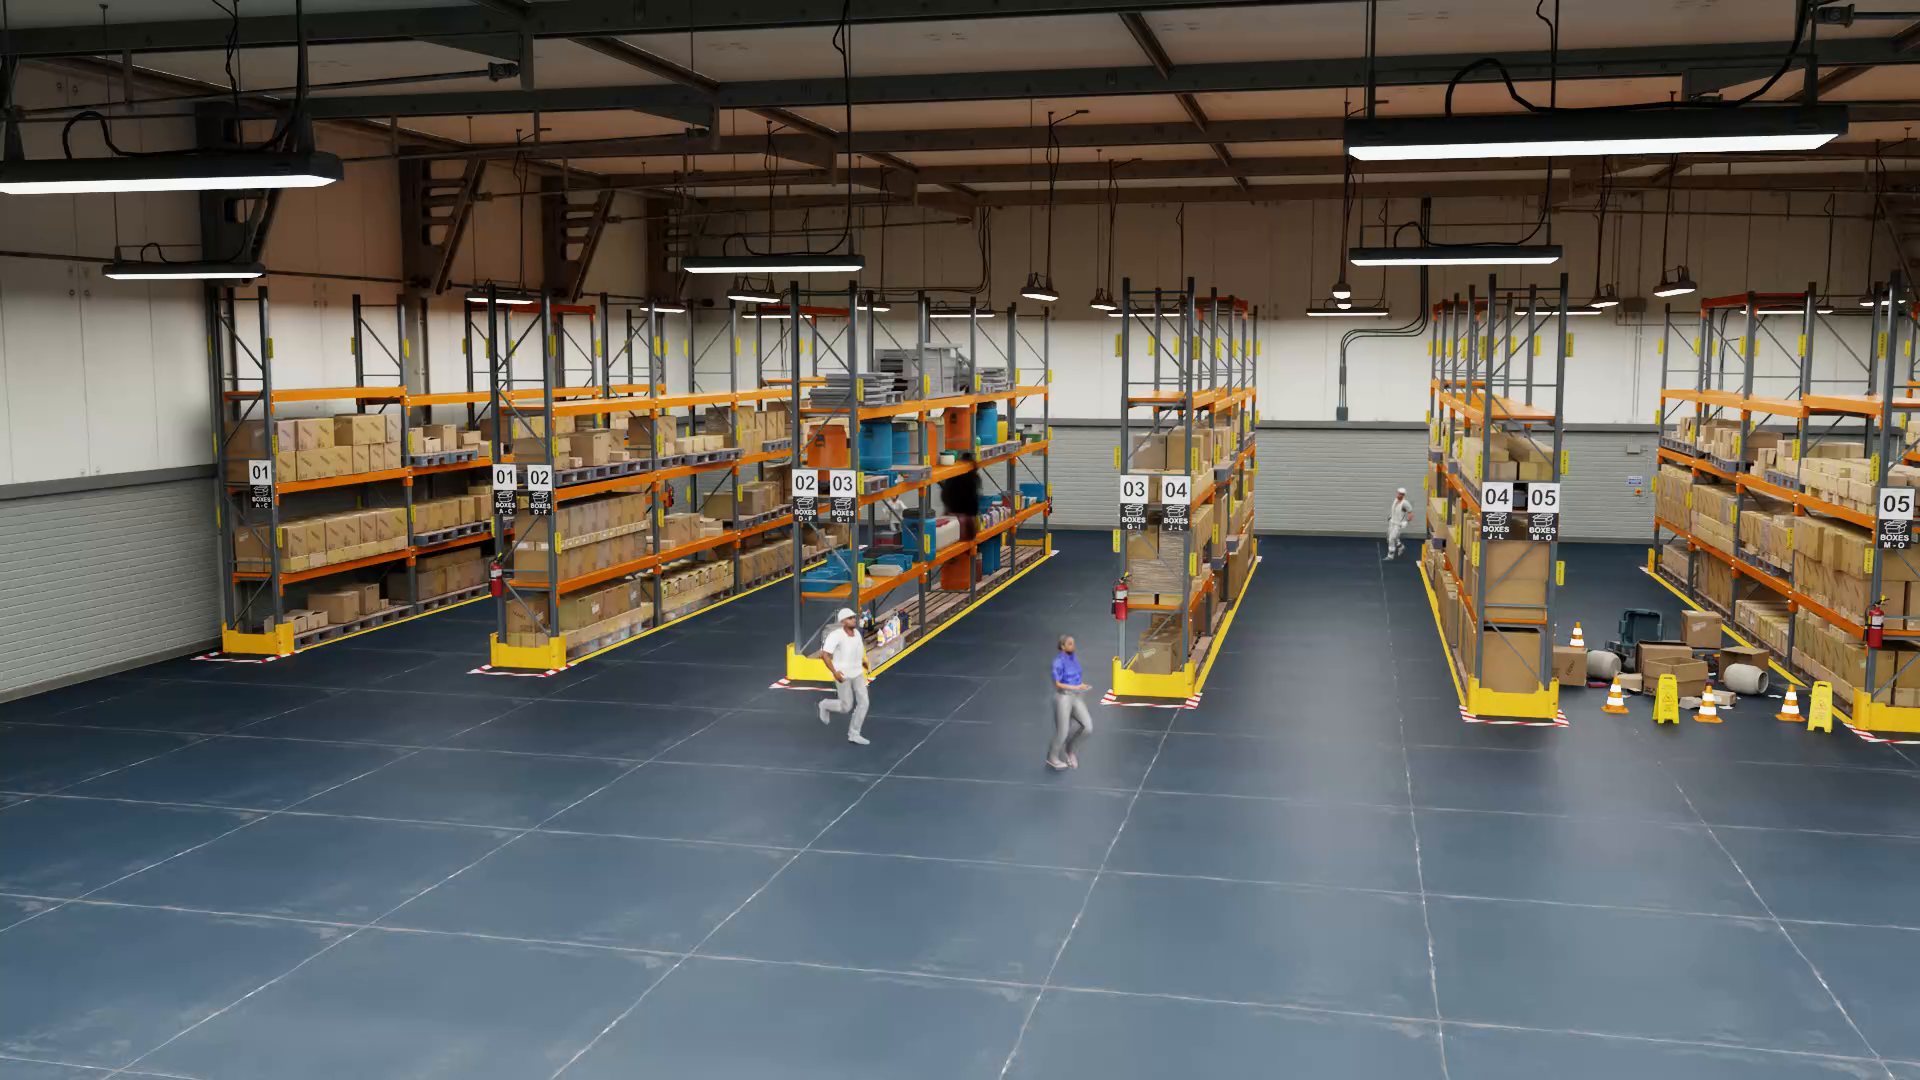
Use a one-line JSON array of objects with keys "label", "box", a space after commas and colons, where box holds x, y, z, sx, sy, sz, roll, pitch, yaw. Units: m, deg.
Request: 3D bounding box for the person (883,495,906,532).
[{"label": "person", "box": [-1.586, -0.431, 40.570, 0.626, 1.544, 0.566, 0, 7, 2]}]

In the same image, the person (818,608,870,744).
[{"label": "person", "box": [-1.466, 1.725, 21.284, 0.759, 1.725, 0.703, 6, 9, 43]}]

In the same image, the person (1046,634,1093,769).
[{"label": "person", "box": [1.305, 1.925, 19.719, 0.651, 1.638, 0.544, 6, 9, 44]}]

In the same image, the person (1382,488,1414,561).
[{"label": "person", "box": [10.411, -0.367, 39.258, 0.744, 1.751, 0.707, -3, 7, -26]}]
